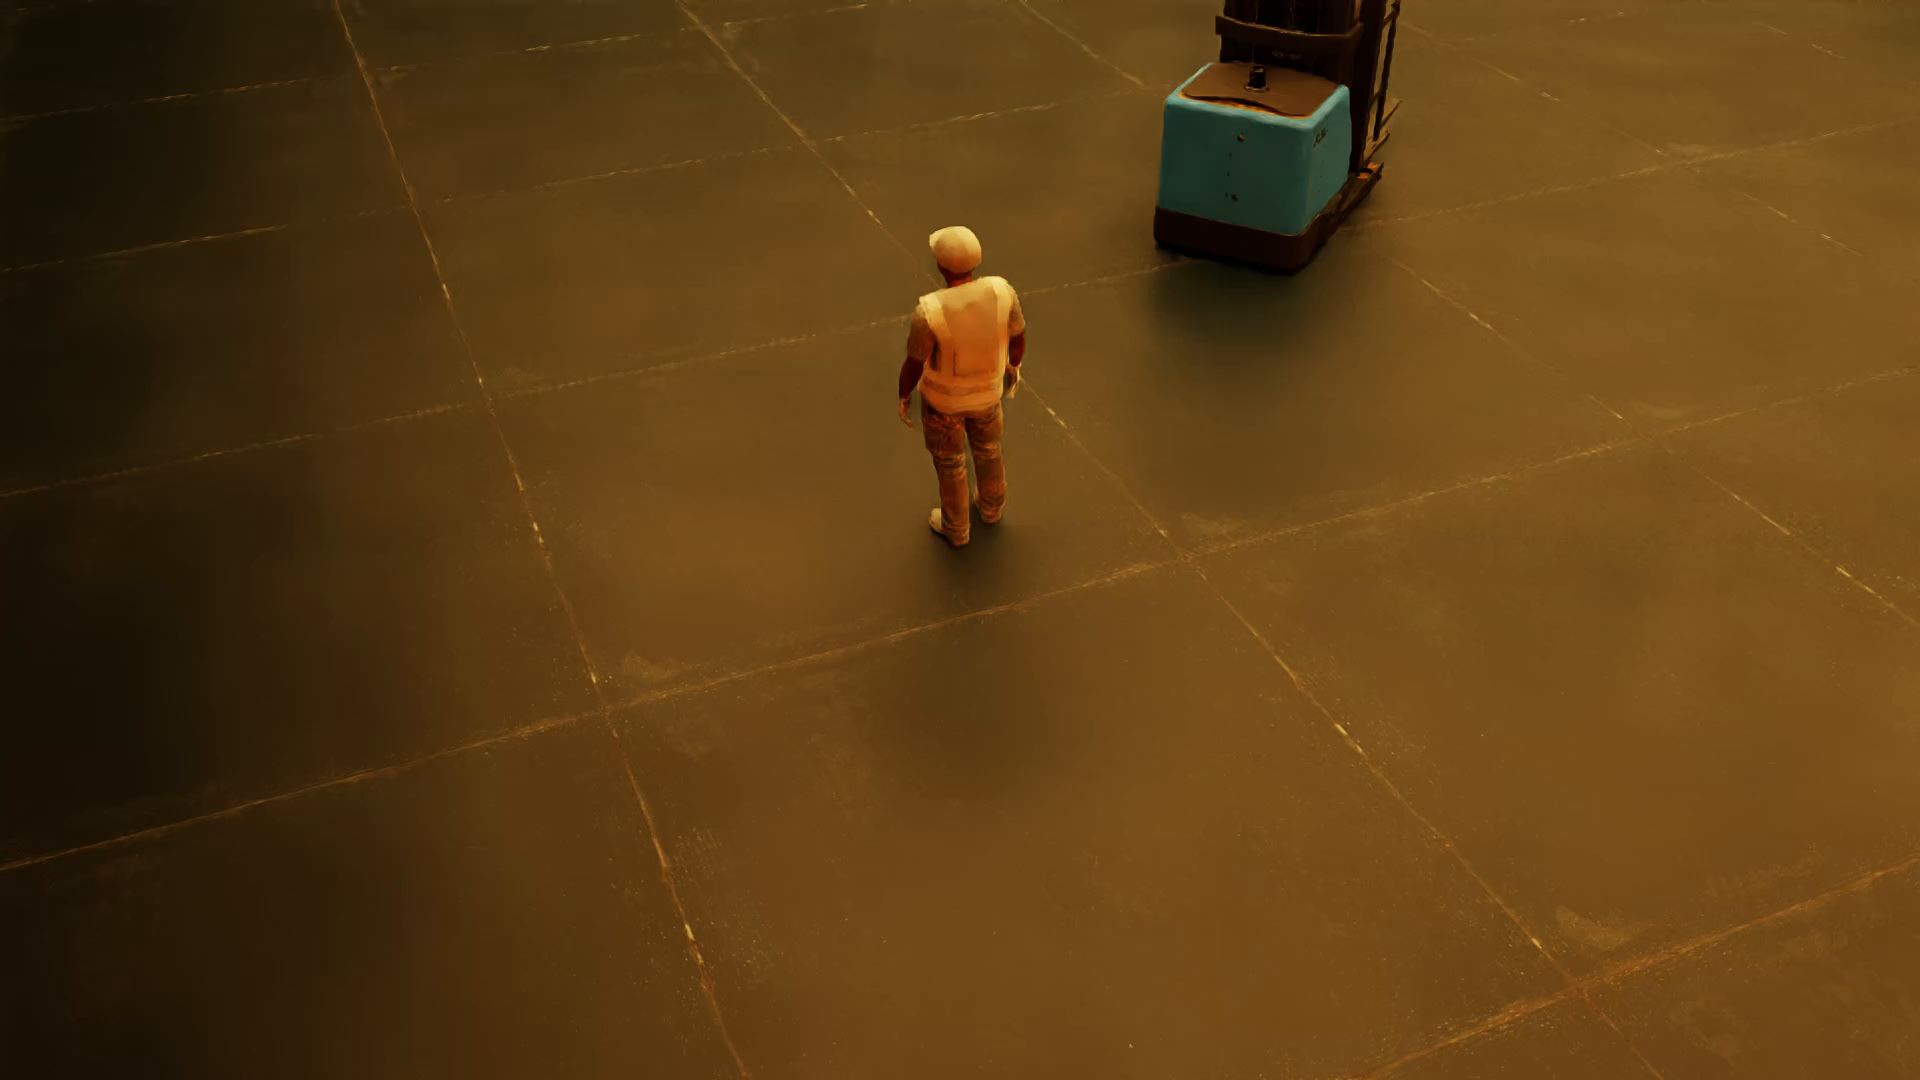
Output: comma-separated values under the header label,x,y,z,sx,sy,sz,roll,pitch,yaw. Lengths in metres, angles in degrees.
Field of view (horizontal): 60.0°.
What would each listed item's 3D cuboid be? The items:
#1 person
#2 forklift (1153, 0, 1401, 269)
label,x,y,z,sx,sy,sz,roll,pitch,yaw
person,-0.021,-0.772,8.164,0.655,1.782,0.576,-14,38,-19
forklift,2.473,-3.830,11.484,1.130,2.935,3.031,17,39,23
